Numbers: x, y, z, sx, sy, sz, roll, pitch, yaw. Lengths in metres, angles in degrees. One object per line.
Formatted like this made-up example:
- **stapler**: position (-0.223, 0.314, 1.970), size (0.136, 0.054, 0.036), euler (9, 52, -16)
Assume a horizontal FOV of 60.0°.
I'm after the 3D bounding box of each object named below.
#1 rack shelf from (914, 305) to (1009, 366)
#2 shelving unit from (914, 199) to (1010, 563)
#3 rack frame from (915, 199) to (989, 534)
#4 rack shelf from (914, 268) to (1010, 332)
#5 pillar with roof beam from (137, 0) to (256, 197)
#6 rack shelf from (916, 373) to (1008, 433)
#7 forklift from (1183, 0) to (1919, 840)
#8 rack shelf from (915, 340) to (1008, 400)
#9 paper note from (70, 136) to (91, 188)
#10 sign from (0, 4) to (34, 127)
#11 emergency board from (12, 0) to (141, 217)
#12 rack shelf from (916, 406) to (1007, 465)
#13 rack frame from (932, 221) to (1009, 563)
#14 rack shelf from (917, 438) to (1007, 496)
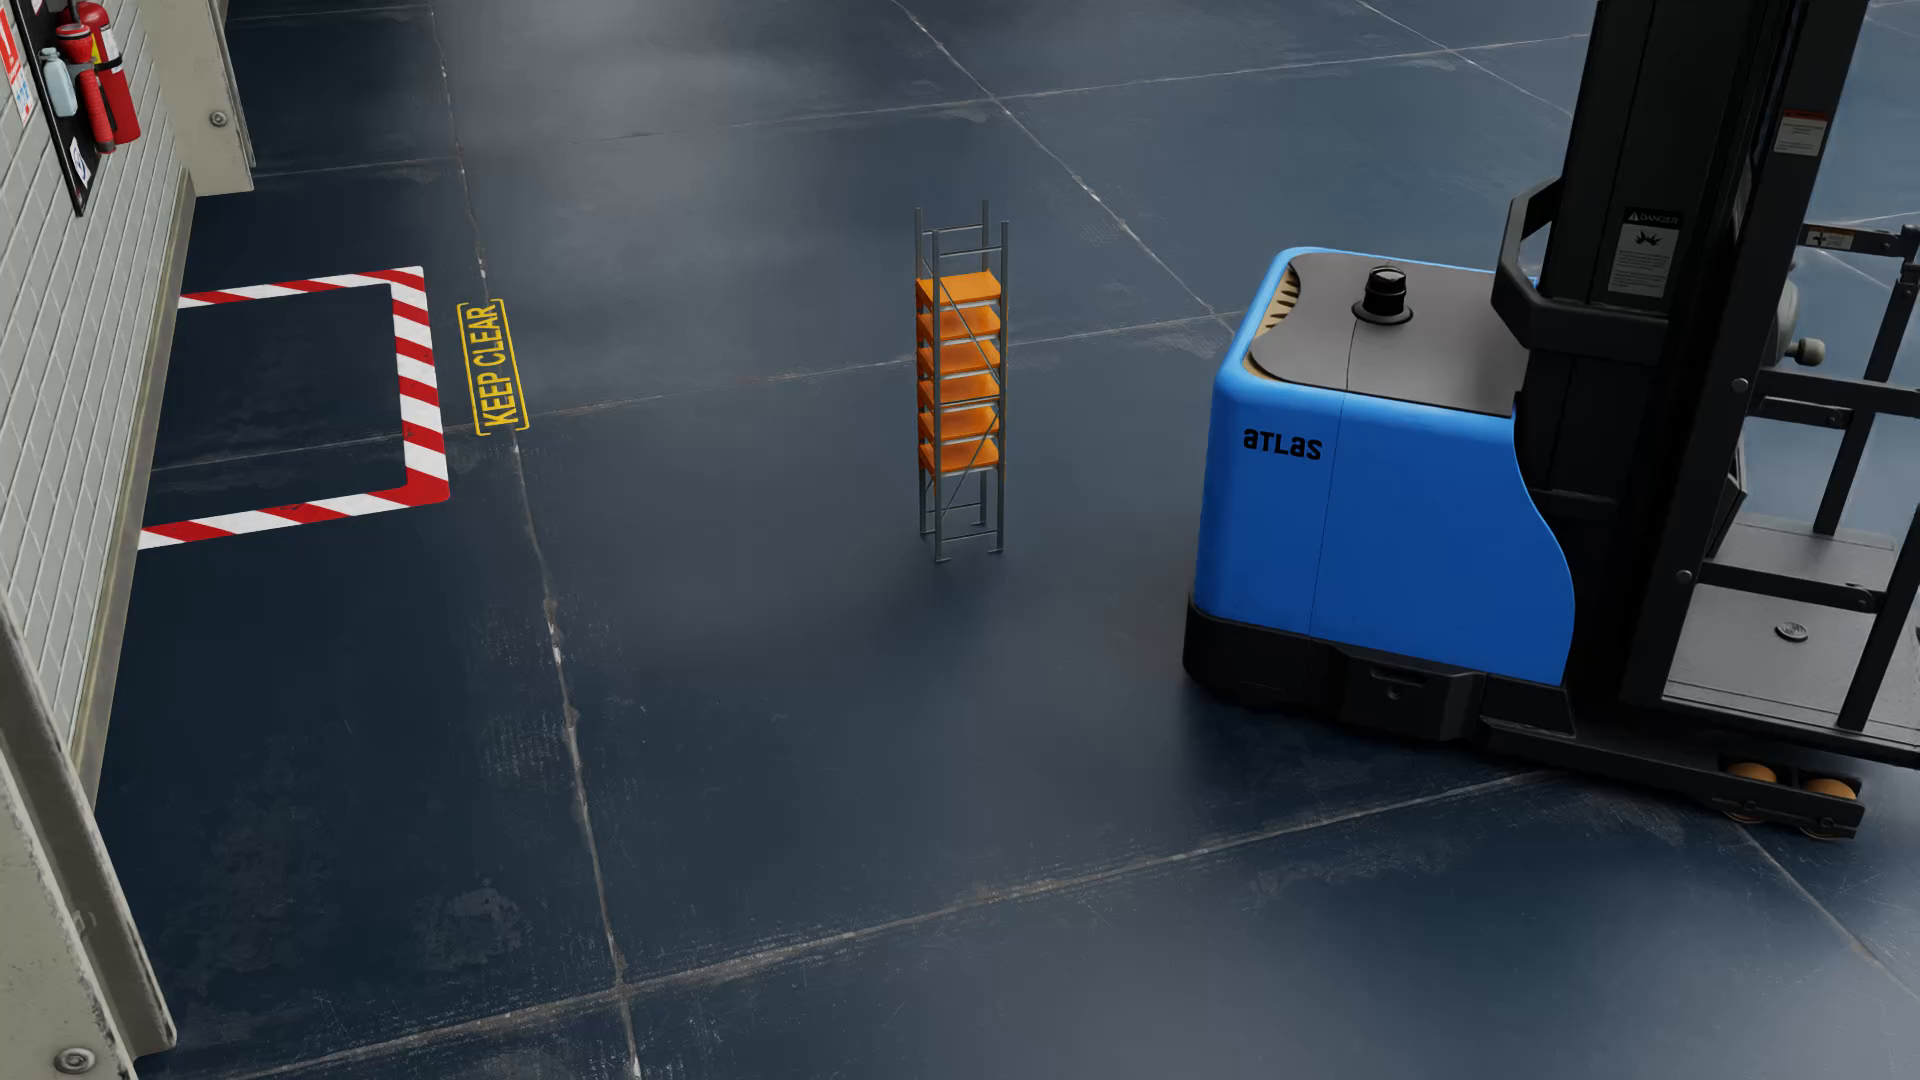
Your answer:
- **rack shelf**: position (0.004, -0.656, 5.300), size (0.258, 0.103, 0.180), euler (-10, 35, -15)
- **shelving unit**: position (0.004, -0.493, 5.408), size (0.258, 1.200, 0.189), euler (-10, 35, -15)
- **rack frame**: position (-0.023, -0.541, 5.480), size (0.240, 1.200, 0.006), euler (-10, 35, -15)
- **rack shelf**: position (0.004, -0.756, 5.234), size (0.258, 0.103, 0.180), euler (-10, 35, -15)
- **pillar with roof beam**: position (0.309, -6.328, 7.164), size (9.100, 9.000, 0.400), euler (-10, 35, -15)
- **rack shelf**: position (0.004, -0.456, 5.432), size (0.258, 0.103, 0.180), euler (-10, 35, -15)
- **forklift**: position (2.249, -0.740, 4.211), size (3.031, 2.935, 1.130), euler (11, 35, 16)
- **rack shelf**: position (0.004, -0.556, 5.366), size (0.258, 0.103, 0.180), euler (-10, 35, -15)
- **paper note**: position (-3.085, -1.325, 5.834), size (0.016, 0.148, 0.142), euler (-10, 35, -15)
- **sign**: position (-3.002, -1.505, 5.274), size (0.001, 0.329, 0.234), euler (-10, 35, -15)
- **emergency board**: position (-3.073, -1.797, 5.749), size (0.194, 1.169, 0.643), euler (-10, 35, -15)
- **rack shelf**: position (0.004, -0.356, 5.498), size (0.258, 0.103, 0.180), euler (-10, 35, -15)
- **rack frame**: position (0.032, -0.445, 5.335), size (0.240, 1.200, 0.006), euler (-10, 35, -15)
- **rack shelf**: position (0.004, -0.256, 5.565), size (0.258, 0.103, 0.180), euler (-10, 35, -15)
